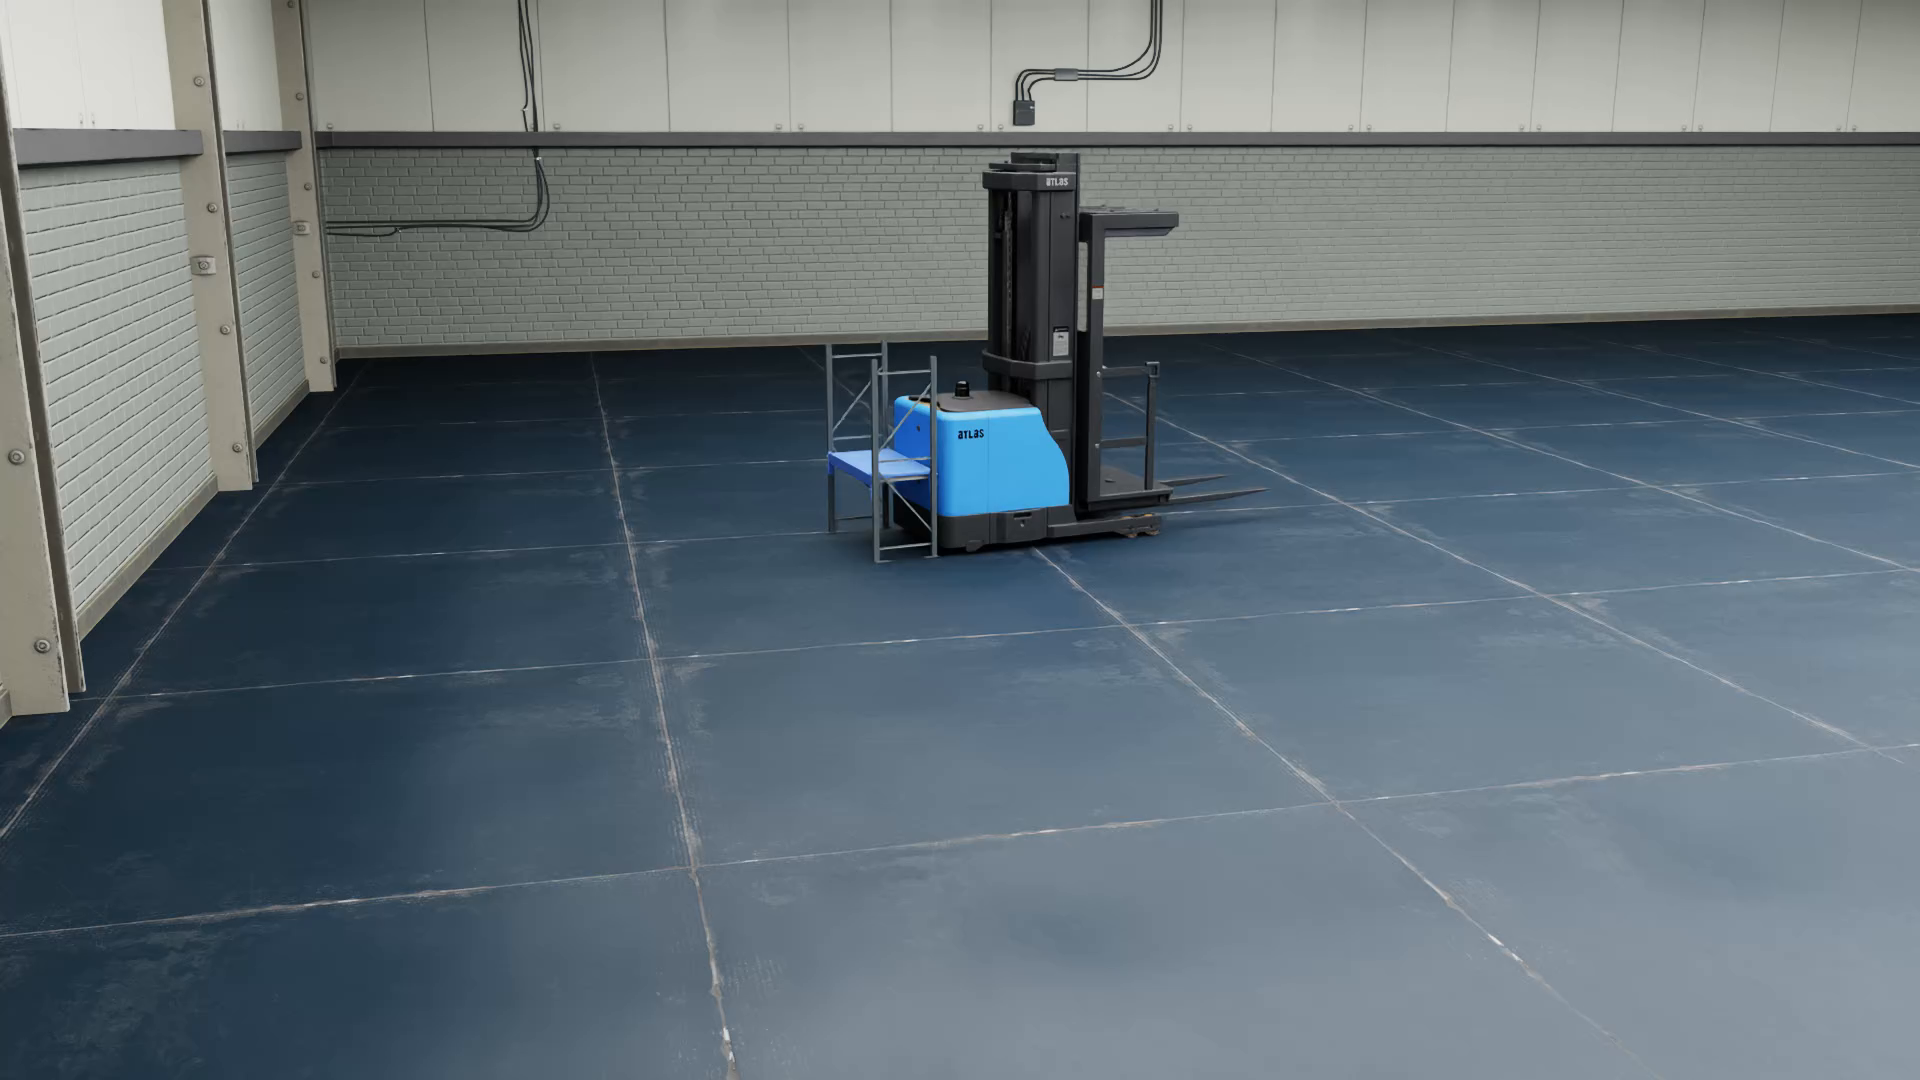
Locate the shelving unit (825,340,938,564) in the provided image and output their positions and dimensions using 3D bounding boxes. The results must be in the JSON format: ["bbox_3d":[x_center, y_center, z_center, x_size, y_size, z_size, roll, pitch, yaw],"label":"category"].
[{"bbox_3d":[-0.604,-0.692,12.599,0.538,1.500,1.048,-6,15,-22],"label":"shelving unit"}]

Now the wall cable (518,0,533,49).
[{"bbox_3d":[-4.670,-8.088,22.972,3.097,2.526,0.112,-3,14,-13],"label":"wall cable"}]

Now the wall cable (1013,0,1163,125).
[{"bbox_3d":[1.932,-9.170,24.333,2.305,6.003,0.169,-3,14,-13],"label":"wall cable"}]

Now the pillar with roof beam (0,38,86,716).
[{"bbox_3d":[-0.891,-3.710,9.154,9.100,9.000,0.400,-3,14,-13],"label":"pillar with roof beam"}]

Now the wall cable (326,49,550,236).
[{"bbox_3d":[-7.300,-5.484,22.955,3.097,2.526,0.112,-3,14,-13],"label":"wall cable"}]

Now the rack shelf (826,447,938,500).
[{"bbox_3d":[-0.604,-0.517,12.642,0.538,0.185,1.000,-6,15,-22],"label":"rack shelf"}]

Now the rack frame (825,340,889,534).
[{"bbox_3d":[-0.803,-0.803,13.054,0.500,1.500,0.032,-6,15,-22],"label":"rack frame"}]

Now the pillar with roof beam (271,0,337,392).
[{"bbox_3d":[-3.709,-6.479,20.485,9.100,9.000,0.400,-3,14,-13],"label":"pillar with roof beam"}]

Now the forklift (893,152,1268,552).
[{"bbox_3d":[1.030,-1.548,13.088,3.031,2.935,1.130,-6,15,-24],"label":"forklift"}]

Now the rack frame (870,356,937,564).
[{"bbox_3d":[-0.406,-0.581,12.144,0.500,1.500,0.032,-6,15,-22],"label":"rack frame"}]

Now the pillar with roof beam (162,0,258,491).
[{"bbox_3d":[-2.300,-5.095,14.819,9.100,9.000,0.400,-3,14,-13],"label":"pillar with roof beam"}]
